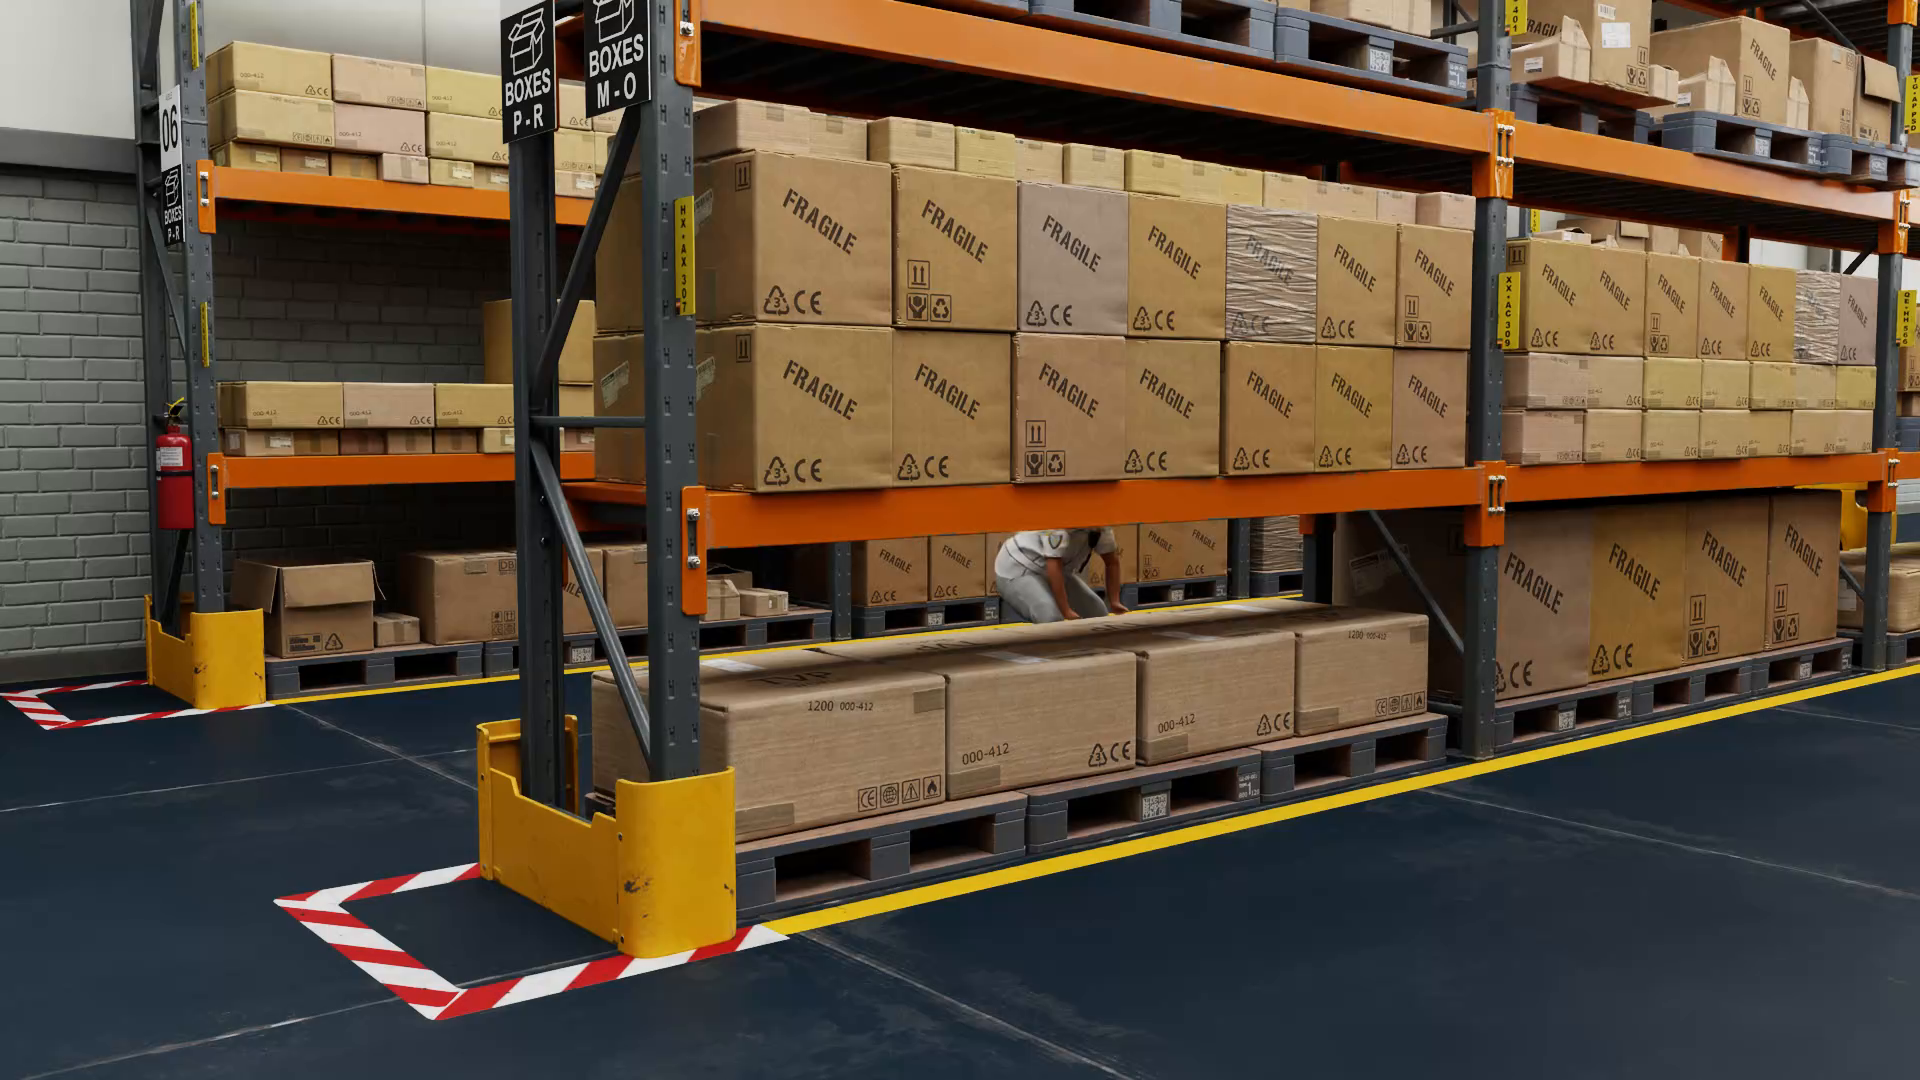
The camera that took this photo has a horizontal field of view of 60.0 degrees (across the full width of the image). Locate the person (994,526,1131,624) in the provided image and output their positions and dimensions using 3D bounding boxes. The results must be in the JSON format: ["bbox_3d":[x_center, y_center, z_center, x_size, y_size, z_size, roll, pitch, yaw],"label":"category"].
[{"bbox_3d":[0.575,0.249,9.035,0.536,1.207,0.806,-4,6,-39],"label":"person"}]
